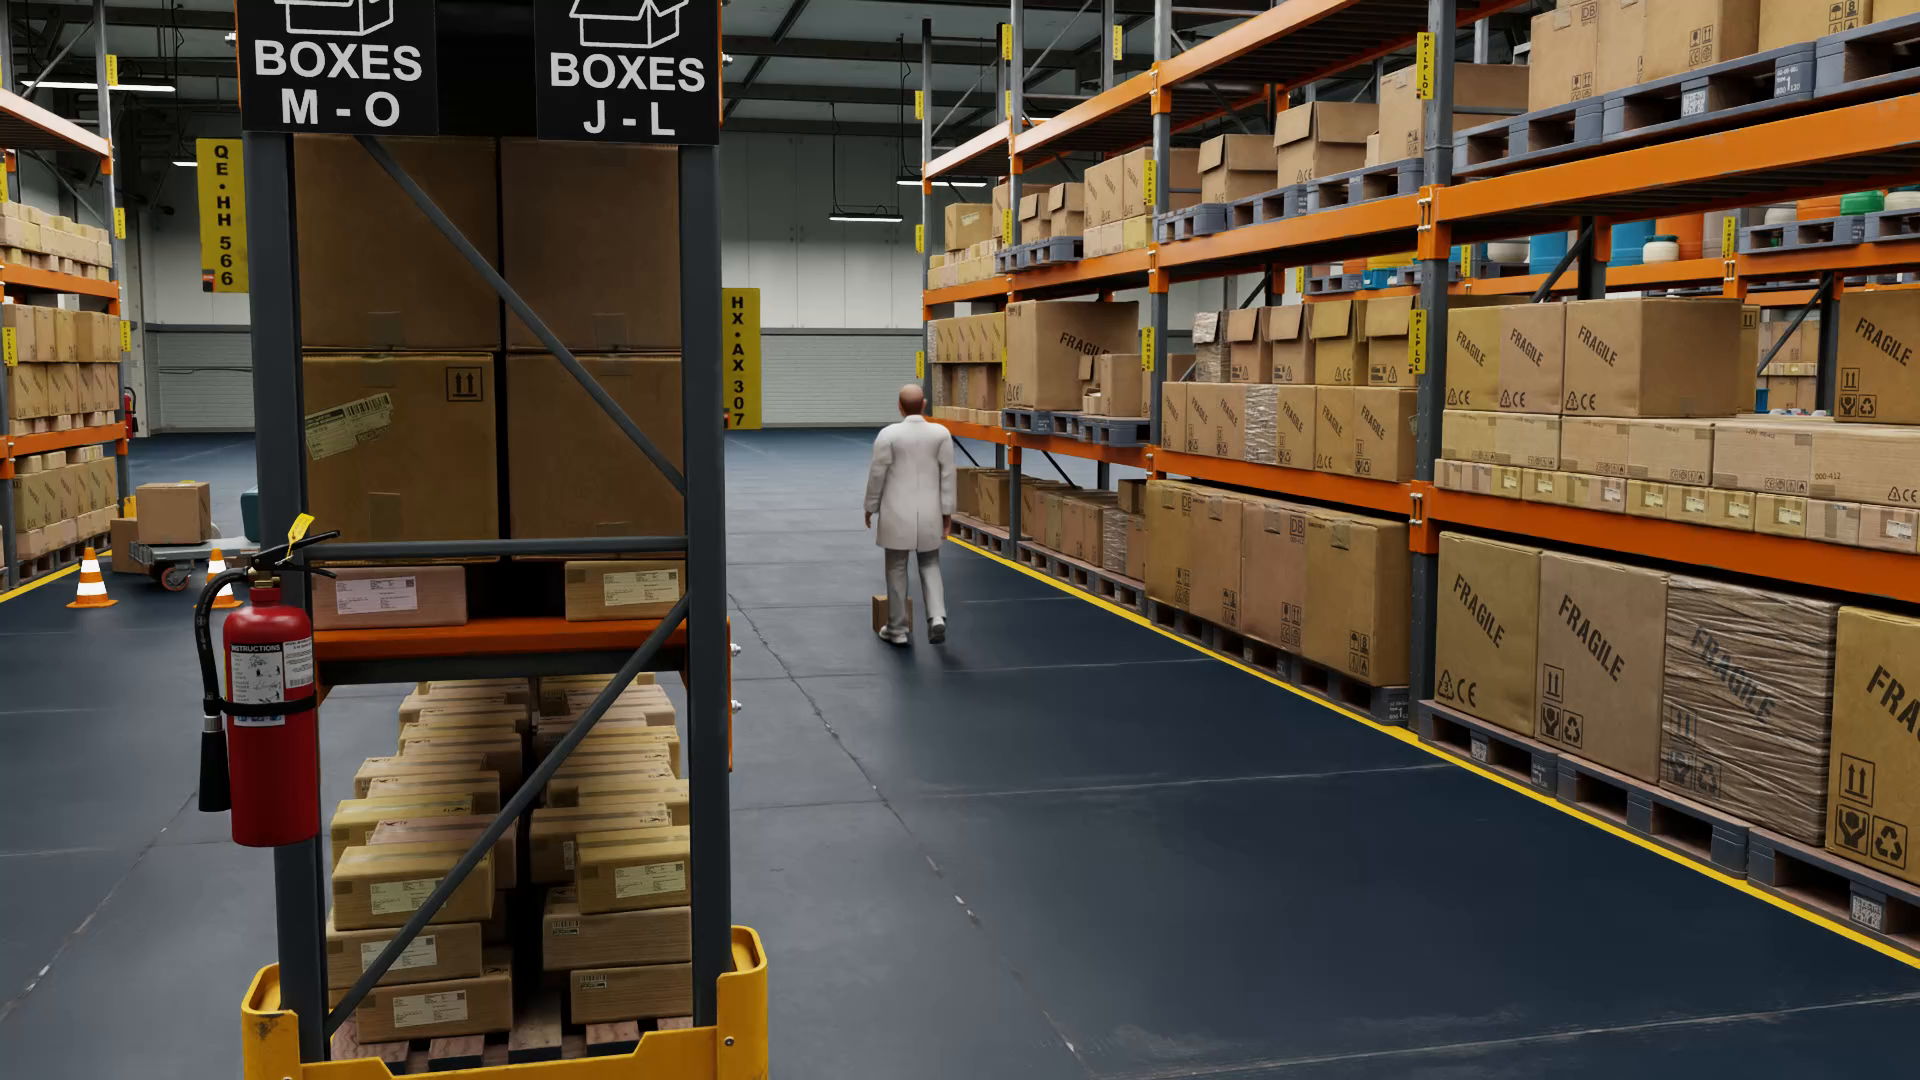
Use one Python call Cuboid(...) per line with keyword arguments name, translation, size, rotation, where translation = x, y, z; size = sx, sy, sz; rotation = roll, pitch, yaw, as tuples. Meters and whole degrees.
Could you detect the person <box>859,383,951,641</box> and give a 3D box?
Cuboid(name="person", translation=(-0.396, -0.184, 11.514), size=(0.587, 1.799, 0.484), rotation=(-2, 6, -18))
